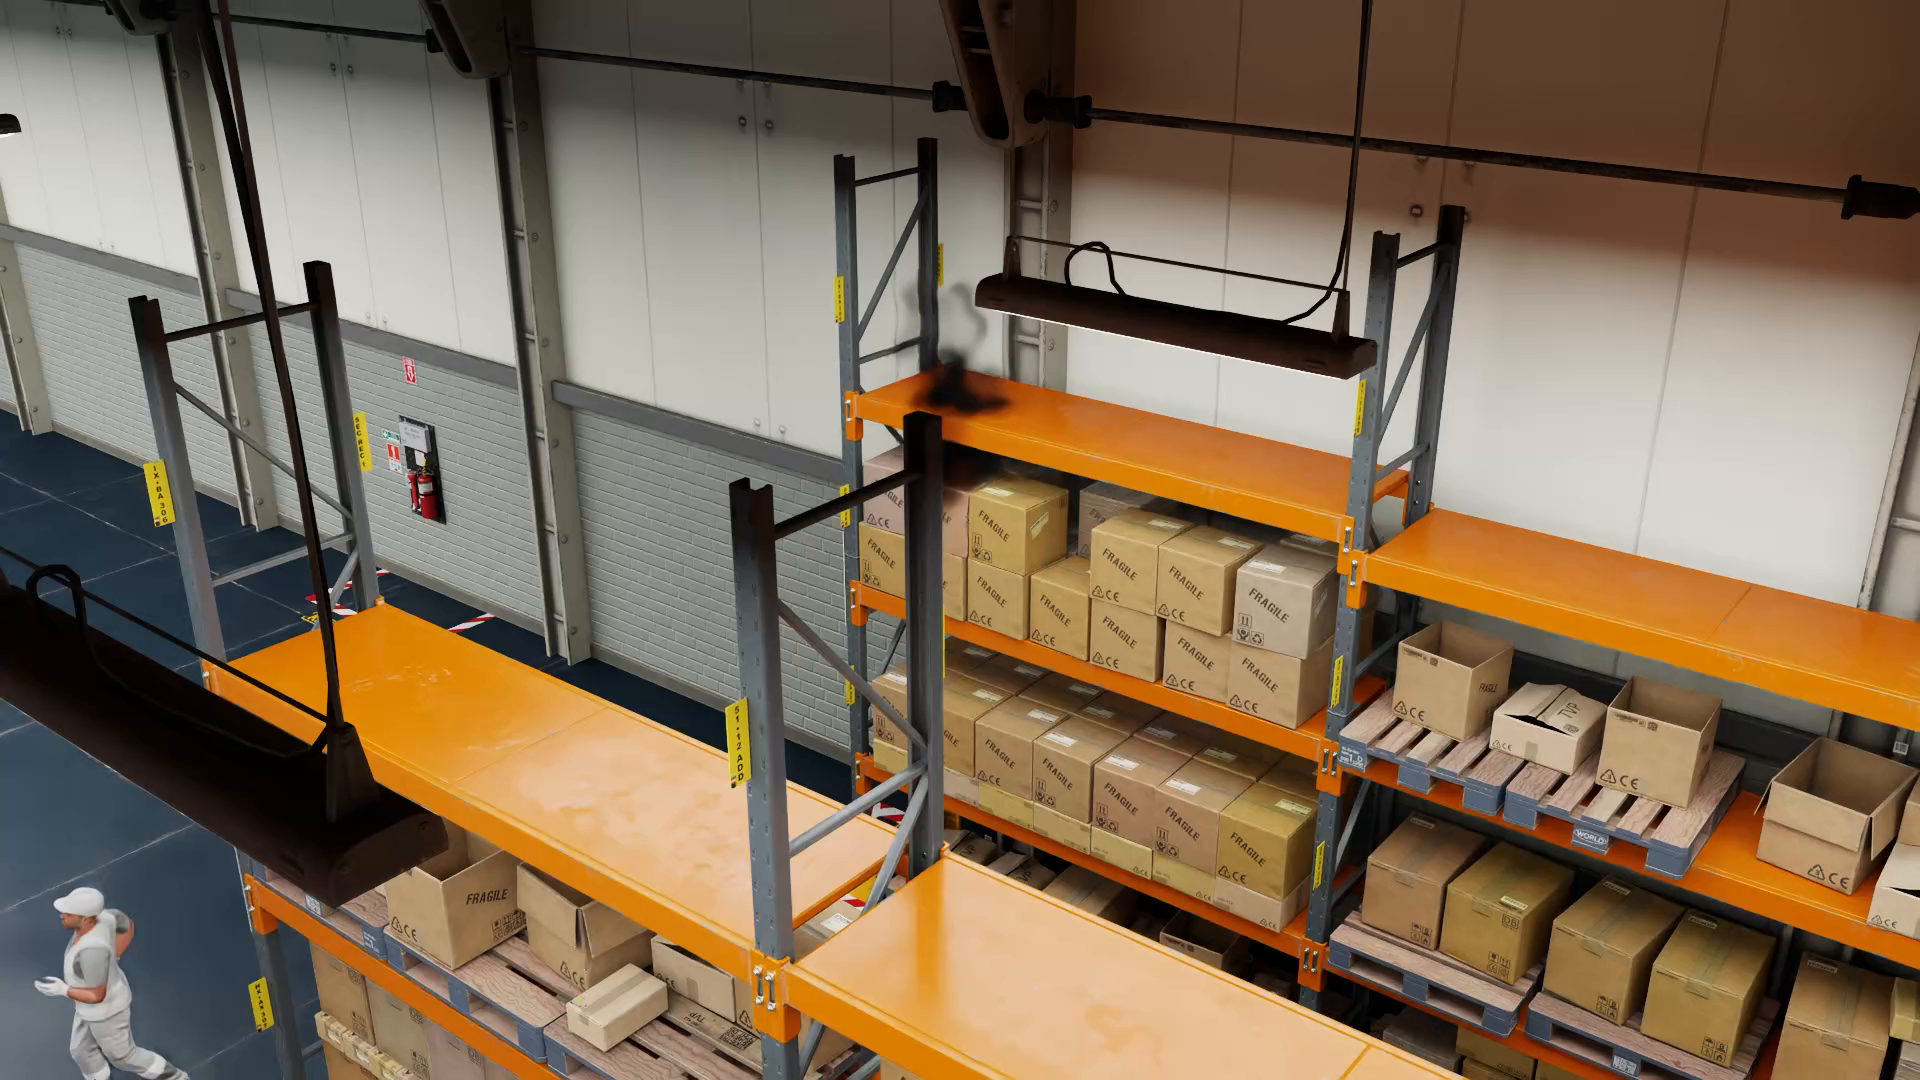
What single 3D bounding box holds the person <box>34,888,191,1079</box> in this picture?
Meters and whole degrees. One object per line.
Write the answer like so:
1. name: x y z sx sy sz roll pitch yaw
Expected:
1. person: -5.471 3.019 10.699 0.734 1.851 0.648 -13 26 -28
